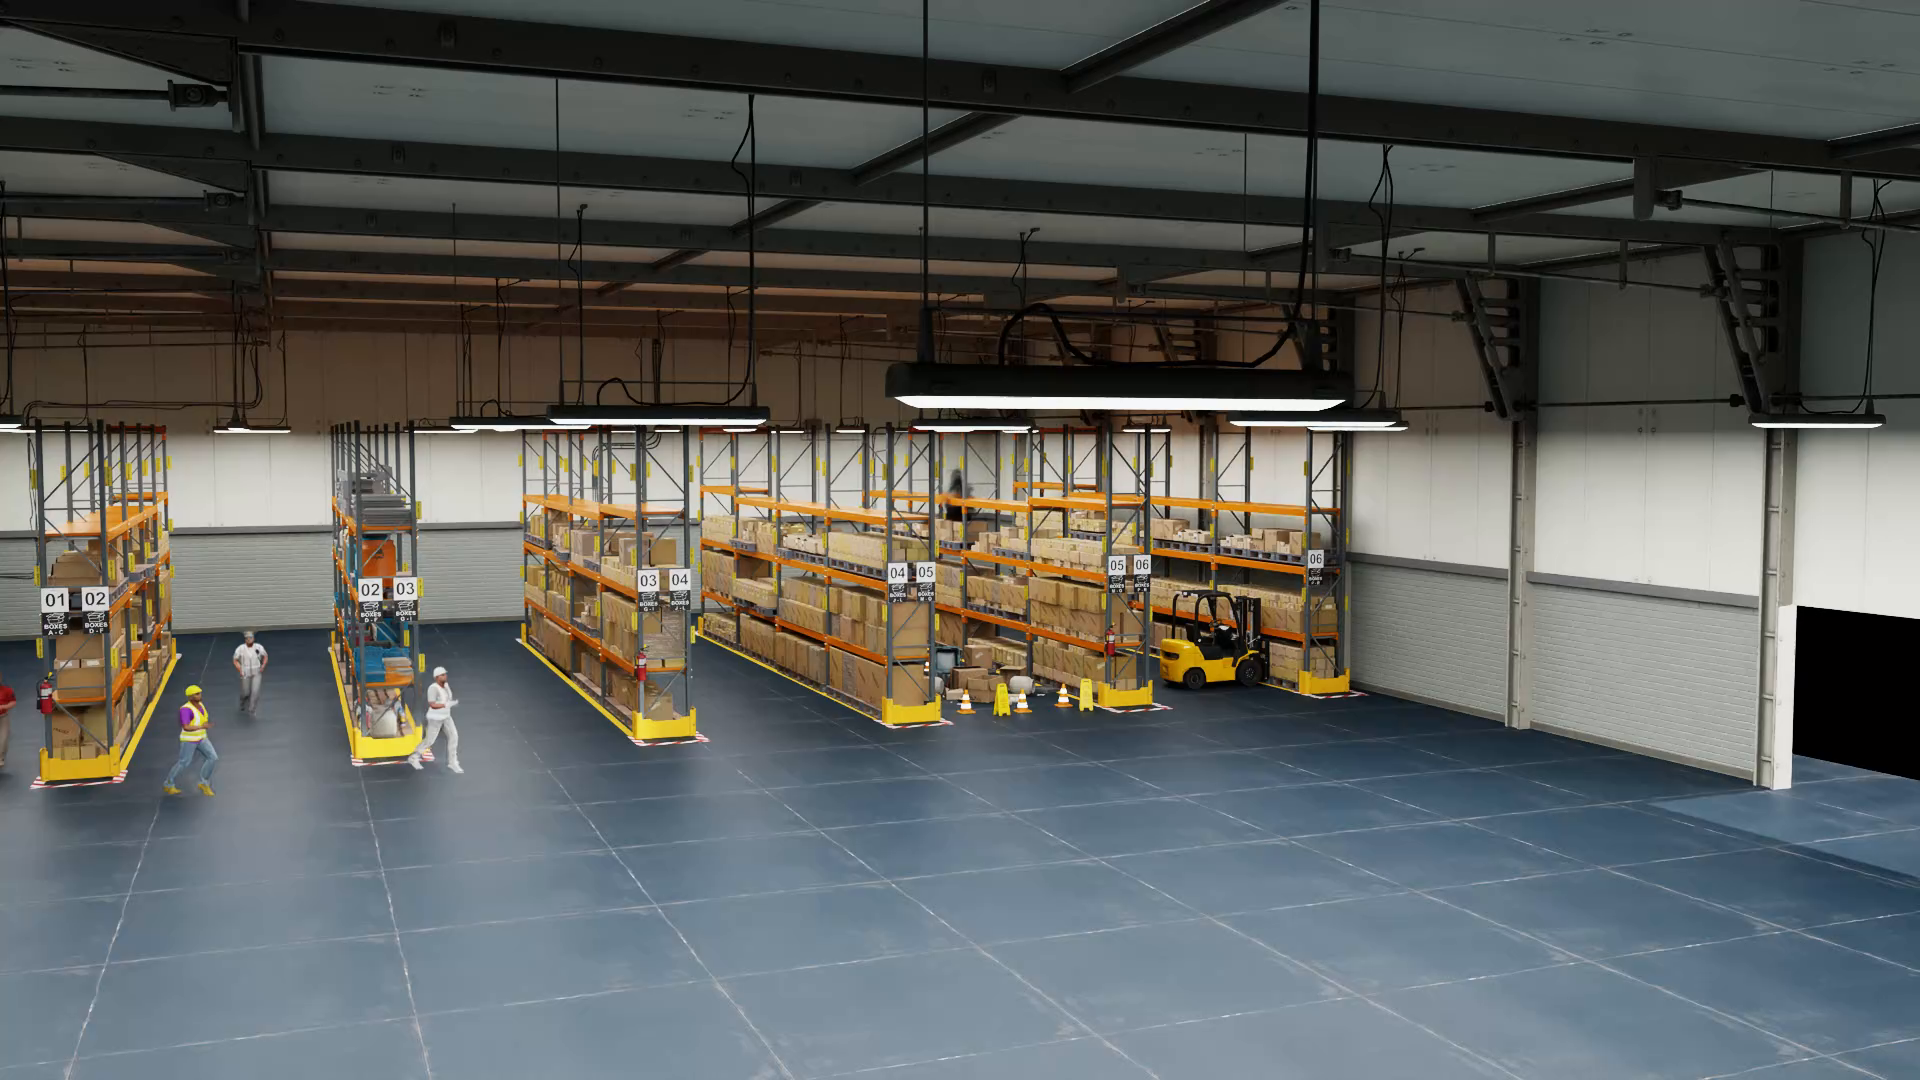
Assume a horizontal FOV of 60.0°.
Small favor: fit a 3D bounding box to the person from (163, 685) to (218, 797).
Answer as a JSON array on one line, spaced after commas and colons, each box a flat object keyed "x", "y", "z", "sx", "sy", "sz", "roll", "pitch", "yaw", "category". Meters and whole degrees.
[{"x": -12.165, "y": 3.195, "z": 26.387, "sx": 0.885, "sy": 1.801, "sz": 0.710, "roll": 1, "pitch": 4, "yaw": 10, "category": "person"}]

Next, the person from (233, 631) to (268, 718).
[{"x": -14.528, "y": 2.730, "z": 34.084, "sx": 0.660, "sy": 1.766, "sz": 0.662, "roll": -2, "pitch": 4, "yaw": -27, "category": "person"}]

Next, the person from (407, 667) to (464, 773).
[{"x": -8.910, "y": 3.063, "z": 28.291, "sx": 0.933, "sy": 1.828, "sz": 0.695, "roll": 1, "pitch": 4, "yaw": 13, "category": "person"}]

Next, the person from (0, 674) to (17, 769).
[{"x": -16.336, "y": 3.111, "z": 28.172, "sx": 0.633, "sy": 1.760, "sz": 0.726, "roll": -2, "pitch": 4, "yaw": -33, "category": "person"}]
